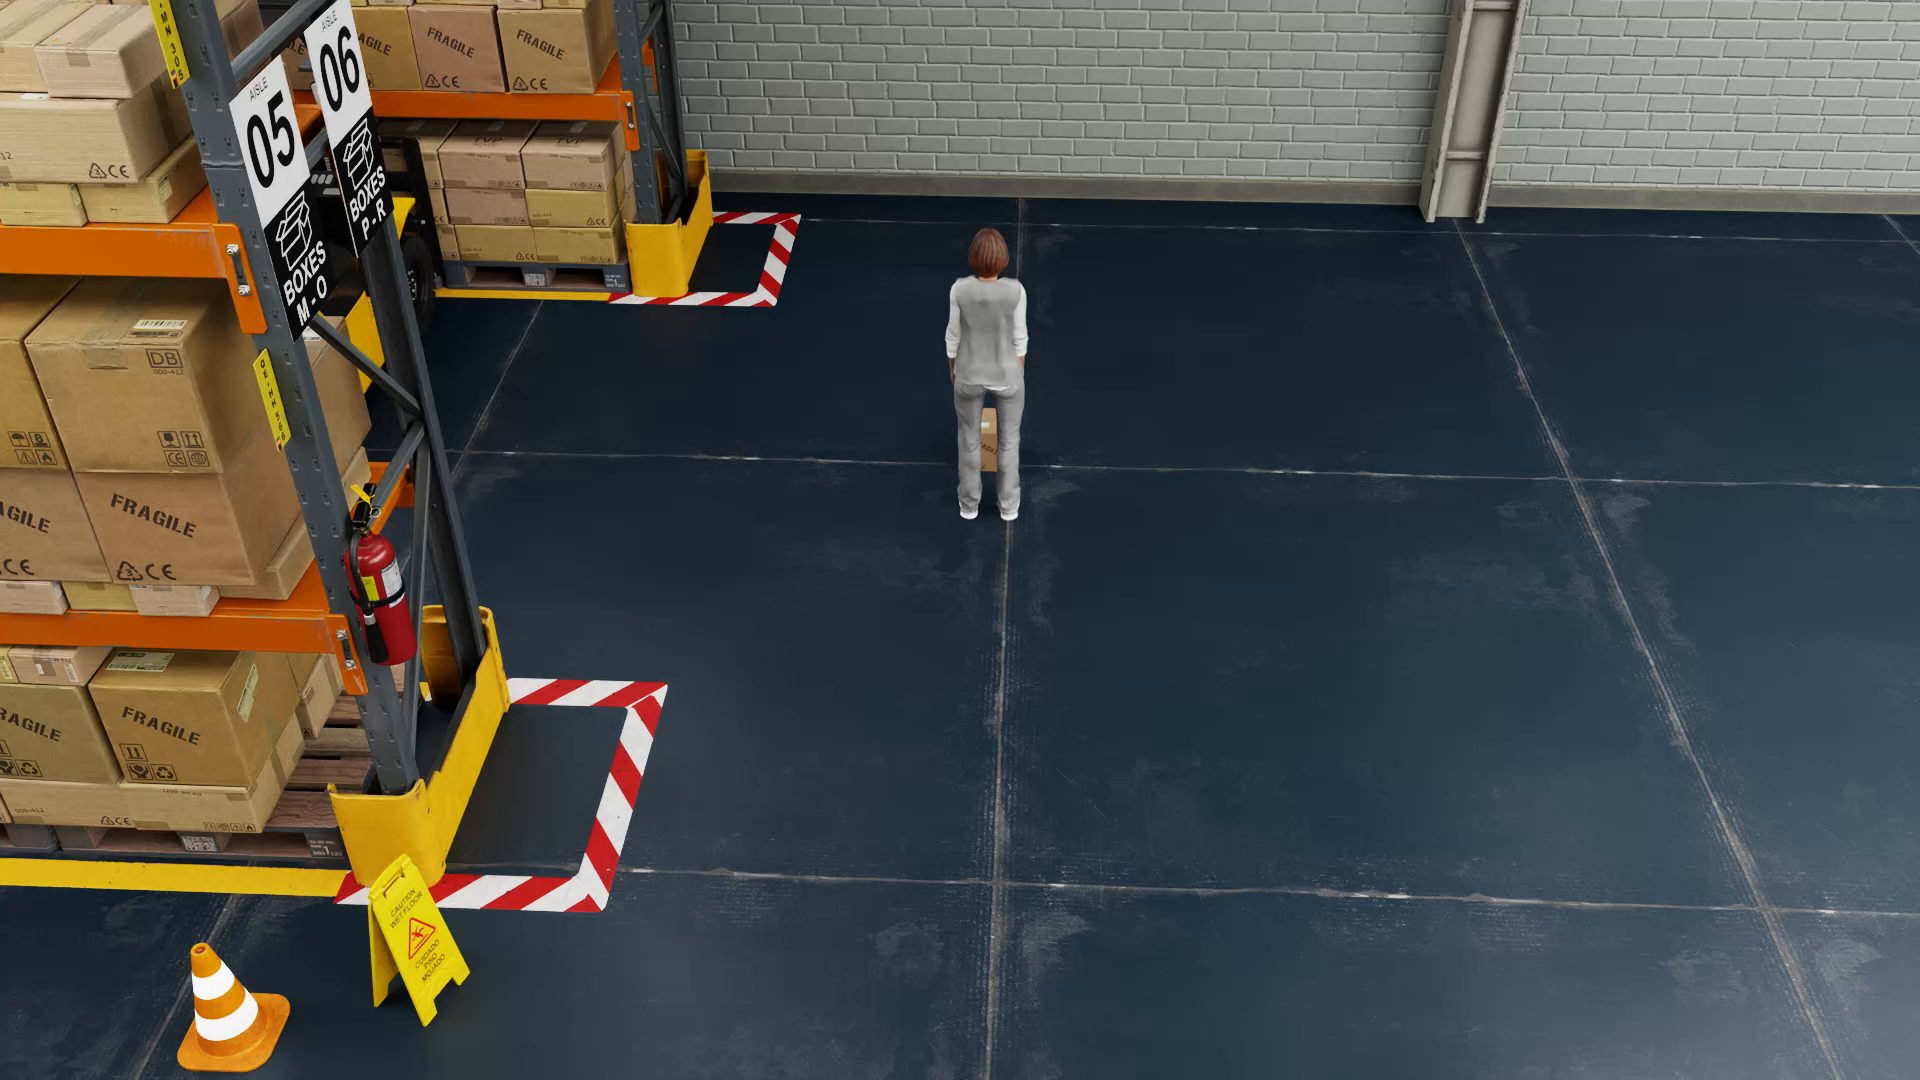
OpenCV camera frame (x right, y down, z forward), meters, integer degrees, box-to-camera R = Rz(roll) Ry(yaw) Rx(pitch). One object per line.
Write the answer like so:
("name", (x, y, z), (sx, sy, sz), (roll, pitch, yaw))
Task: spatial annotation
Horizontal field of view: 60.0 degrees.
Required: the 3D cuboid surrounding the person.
("person", (0.129, -0.793, 8.238), (0.406, 1.562, 0.303), (2, 36, 3))
